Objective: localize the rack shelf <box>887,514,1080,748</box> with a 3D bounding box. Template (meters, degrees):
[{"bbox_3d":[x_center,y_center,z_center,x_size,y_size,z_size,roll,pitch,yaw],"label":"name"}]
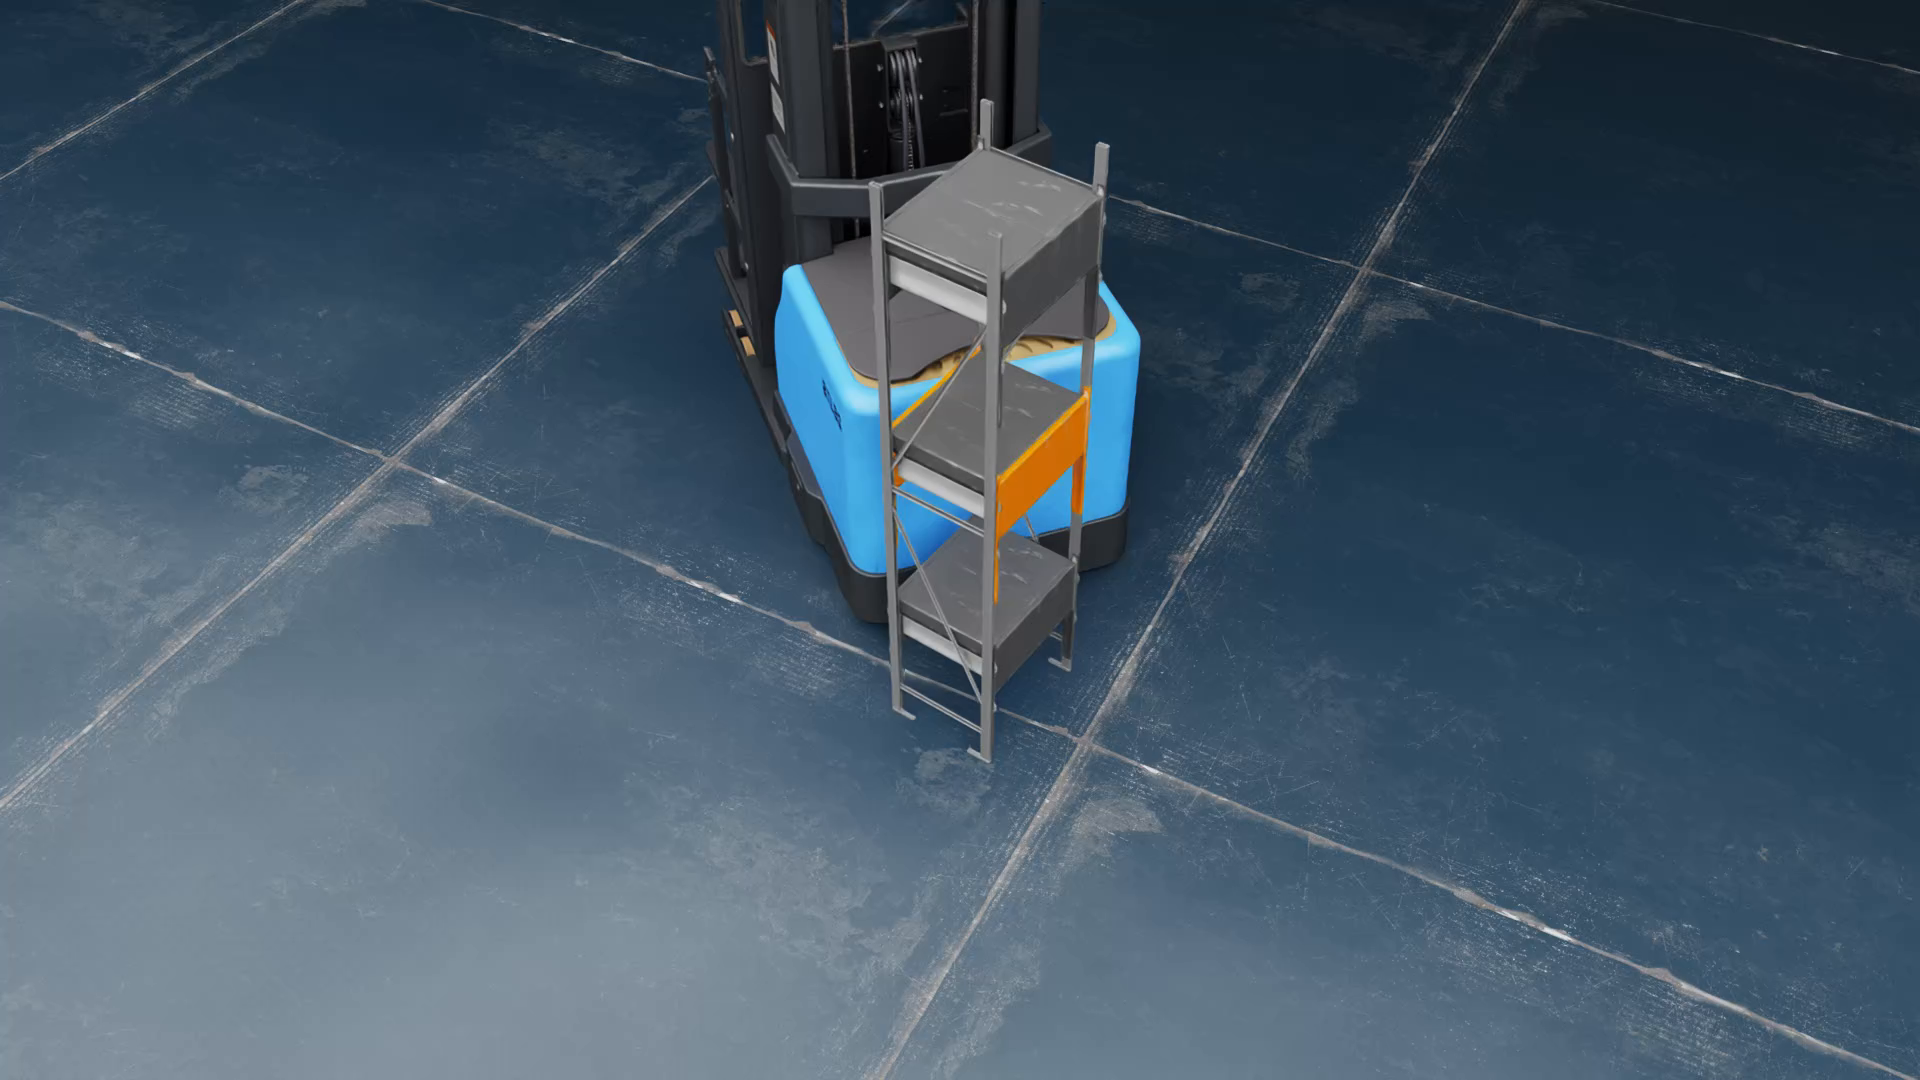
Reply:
[{"bbox_3d":[0.079,0.280,5.500,0.431,0.518,0.480,27,51,24],"label":"rack shelf"}]

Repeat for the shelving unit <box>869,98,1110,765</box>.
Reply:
[{"bbox_3d":[0.079,-0.221,4.992,0.431,2.100,0.503,27,51,24],"label":"shelving unit"}]

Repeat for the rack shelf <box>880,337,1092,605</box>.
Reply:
[{"bbox_3d":[0.079,-0.212,5.002,0.431,0.518,0.480,27,51,24],"label":"rack shelf"}]

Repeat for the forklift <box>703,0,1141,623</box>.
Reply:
[{"bbox_3d":[-0.363,-1.804,5.973,1.130,2.935,3.031,-14,47,-14],"label":"forklift"}]

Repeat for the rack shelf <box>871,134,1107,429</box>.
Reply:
[{"bbox_3d":[0.079,-0.704,4.504,0.431,0.518,0.480,27,51,24],"label":"rack shelf"}]

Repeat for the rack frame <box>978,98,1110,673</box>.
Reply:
[{"bbox_3d":[0.221,-0.362,5.132,0.400,2.100,0.015,27,51,24],"label":"rack frame"}]

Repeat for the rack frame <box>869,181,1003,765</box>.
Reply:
[{"bbox_3d":[-0.063,-0.080,4.853,0.400,2.100,0.015,27,51,24],"label":"rack frame"}]
